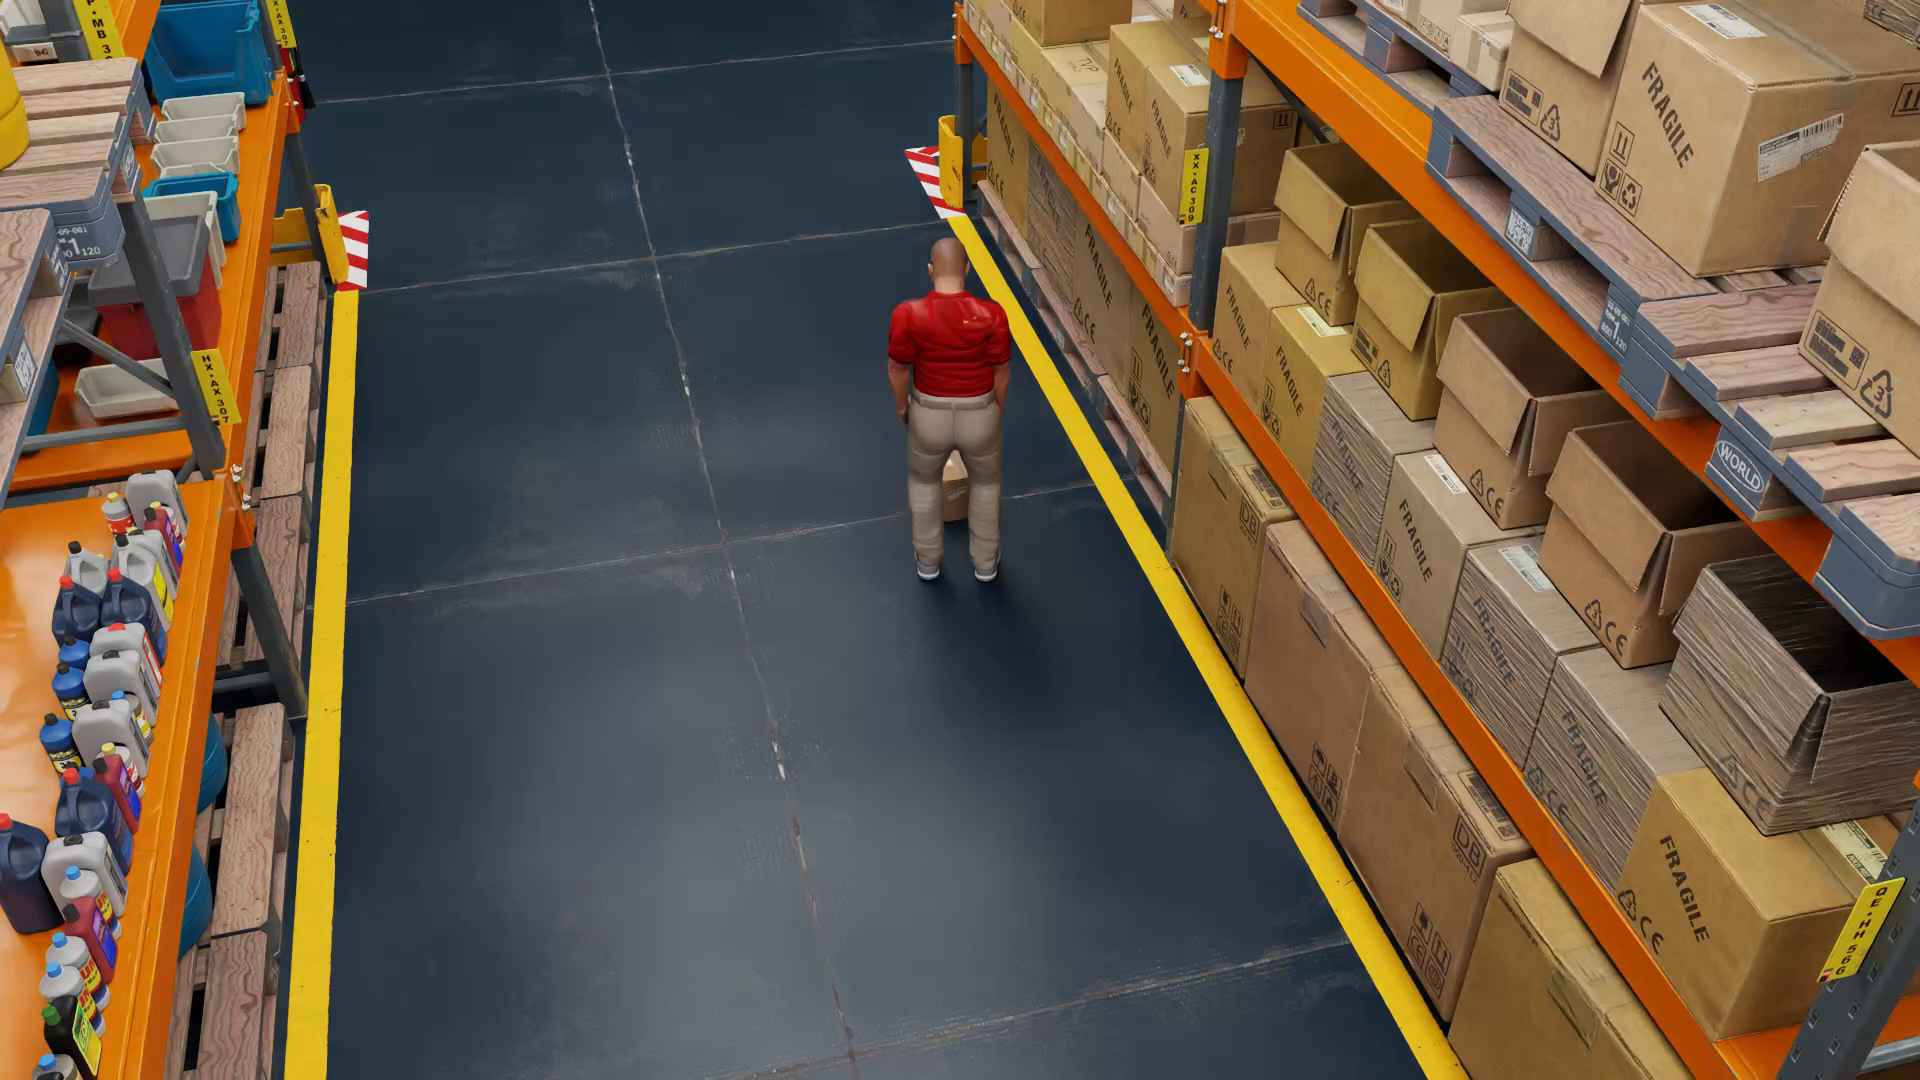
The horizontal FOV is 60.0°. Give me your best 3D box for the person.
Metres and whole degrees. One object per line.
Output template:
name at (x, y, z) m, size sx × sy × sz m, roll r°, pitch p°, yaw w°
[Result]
person at (-0.046, -0.553, 7.463) m, size 0.541 × 1.709 × 0.365 m, roll 1°, pitch 38°, yaw 2°
